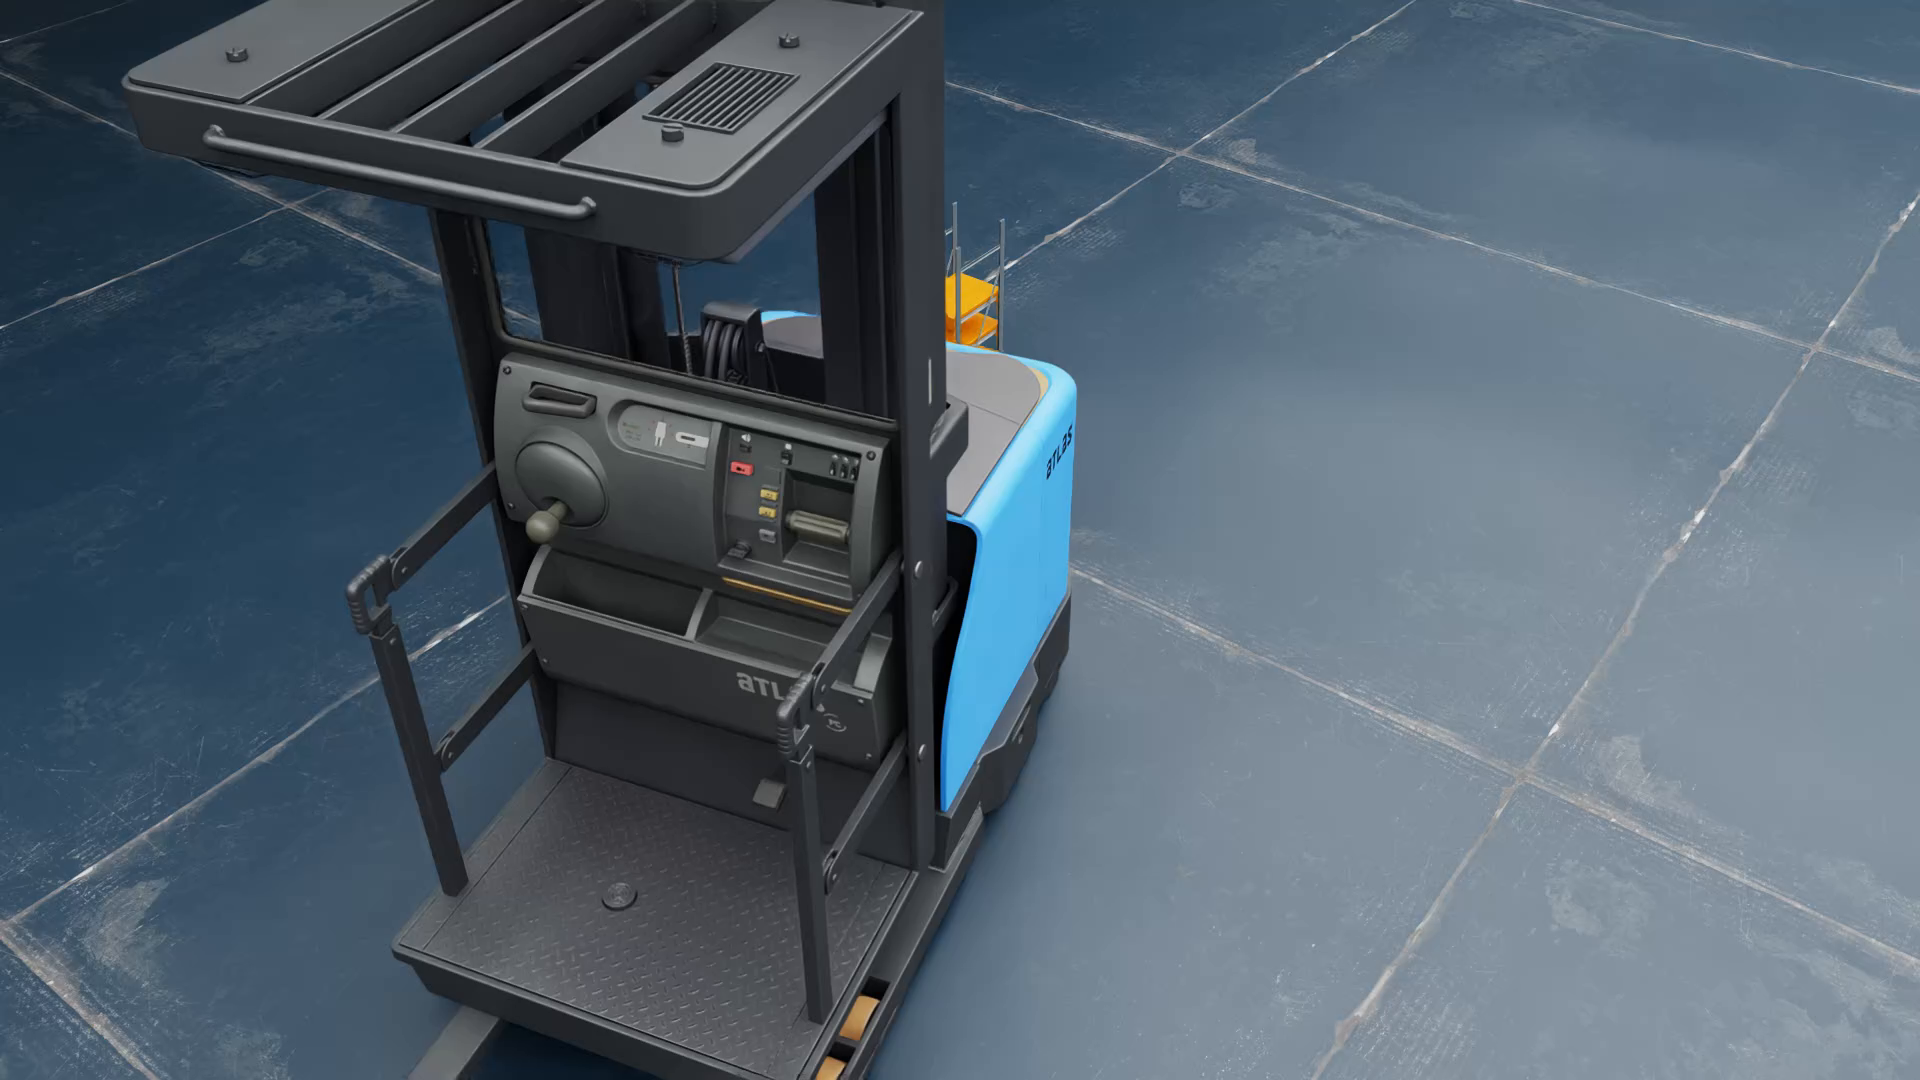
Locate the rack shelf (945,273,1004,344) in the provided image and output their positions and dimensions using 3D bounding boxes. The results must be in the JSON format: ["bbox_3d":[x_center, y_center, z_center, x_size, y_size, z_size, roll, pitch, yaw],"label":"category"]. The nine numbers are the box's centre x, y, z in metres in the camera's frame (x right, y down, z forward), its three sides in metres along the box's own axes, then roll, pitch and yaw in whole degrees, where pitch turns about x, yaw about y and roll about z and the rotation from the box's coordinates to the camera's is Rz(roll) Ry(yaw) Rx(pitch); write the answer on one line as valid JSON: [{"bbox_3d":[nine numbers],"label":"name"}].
[{"bbox_3d":[-0.012,-0.726,5.192,0.180,0.103,0.258,25,45,29],"label":"rack shelf"}]

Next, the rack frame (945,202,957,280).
[{"bbox_3d":[-0.084,-0.512,5.431,0.006,1.200,0.240,25,45,29],"label":"rack frame"}]

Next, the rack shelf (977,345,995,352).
[{"bbox_3d":[-0.011,-0.537,5.340,0.180,0.103,0.258,25,45,29],"label":"rack shelf"}]

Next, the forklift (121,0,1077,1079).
[{"bbox_3d":[-0.678,-0.056,3.444,1.130,2.935,3.031,14,40,17],"label":"forklift"}]

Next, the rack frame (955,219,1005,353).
[{"bbox_3d":[0.061,-0.444,5.343,0.006,1.200,0.240,25,45,29],"label":"rack frame"}]

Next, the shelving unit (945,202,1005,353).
[{"bbox_3d":[-0.011,-0.478,5.387,0.189,1.200,0.258,25,45,29],"label":"shelving unit"}]

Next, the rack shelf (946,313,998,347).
[{"bbox_3d":[-0.012,-0.632,5.266,0.180,0.103,0.258,25,45,29],"label":"rack shelf"}]
